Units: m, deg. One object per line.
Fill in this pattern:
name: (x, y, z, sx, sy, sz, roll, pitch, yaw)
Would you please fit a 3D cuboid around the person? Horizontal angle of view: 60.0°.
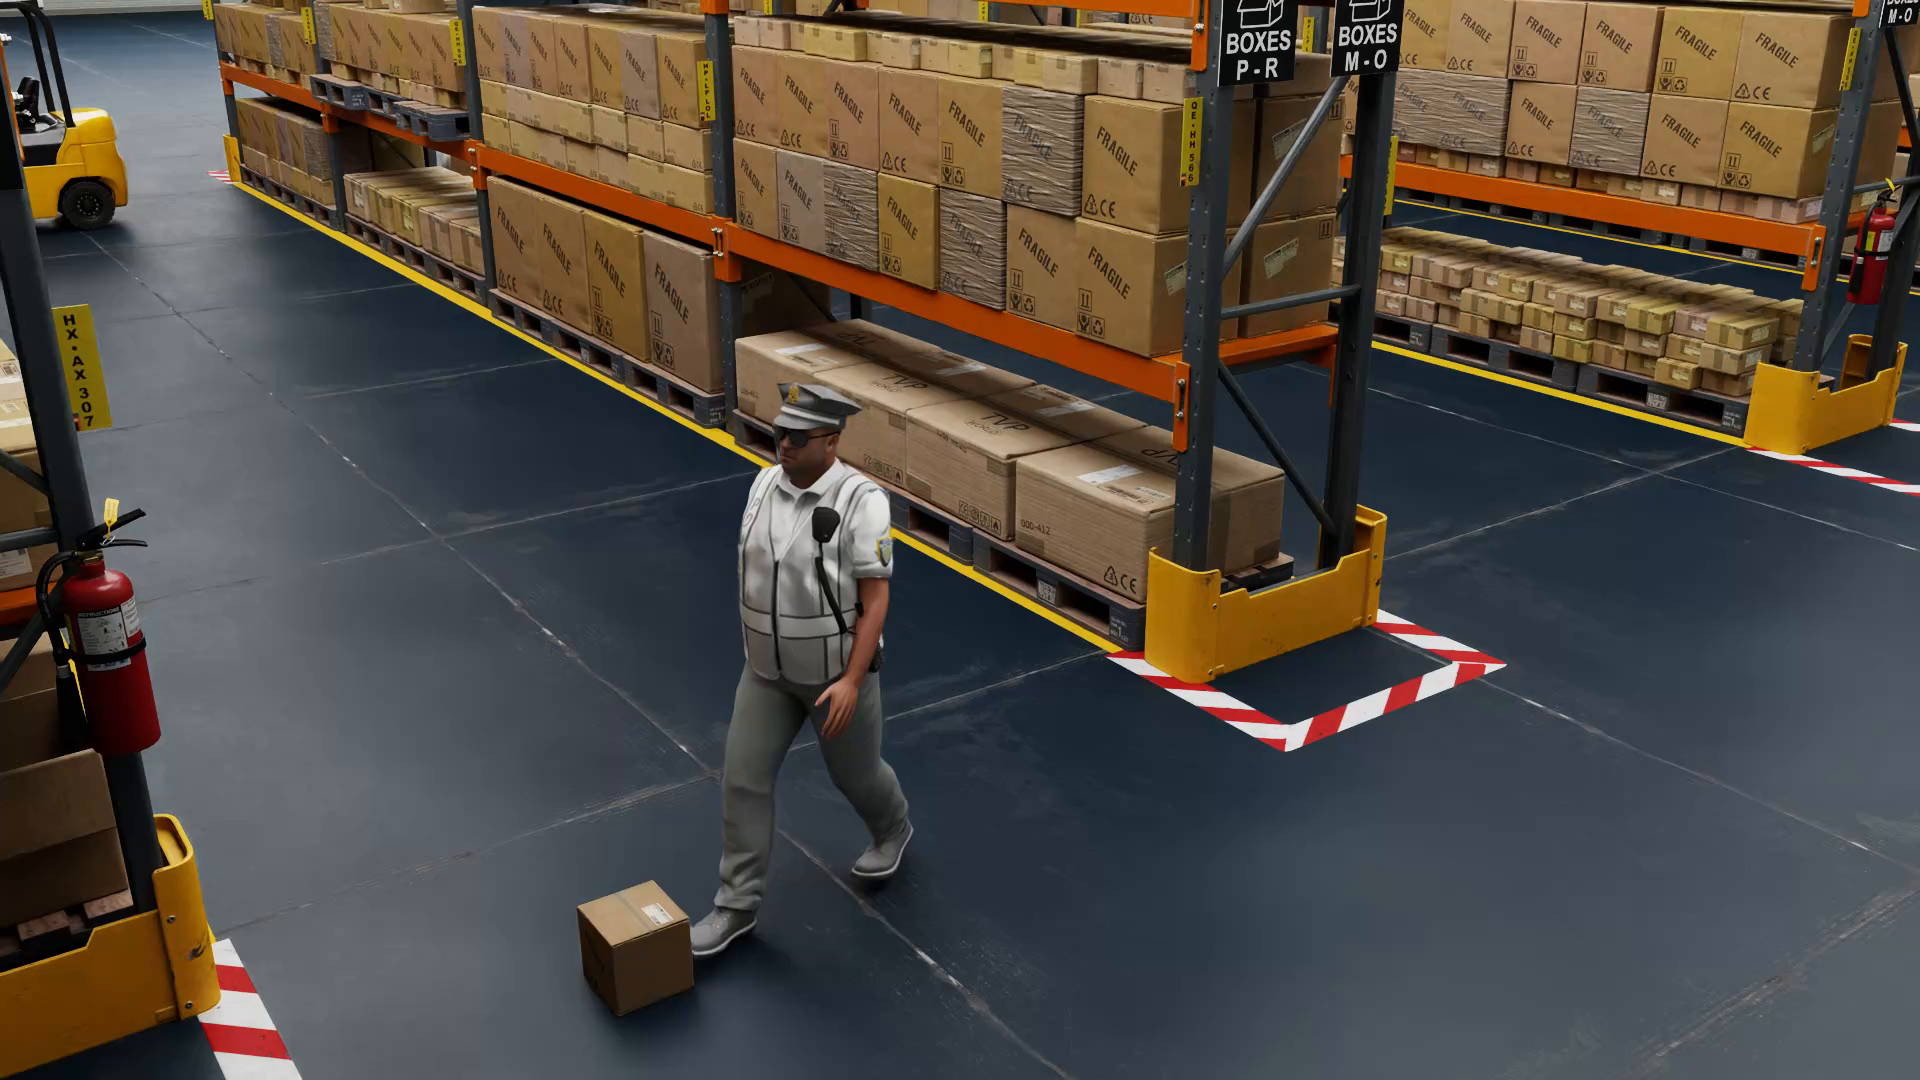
person: (-0.485, 0.381, 5.063, 0.537, 1.723, 0.937, 9, 23, 22)
